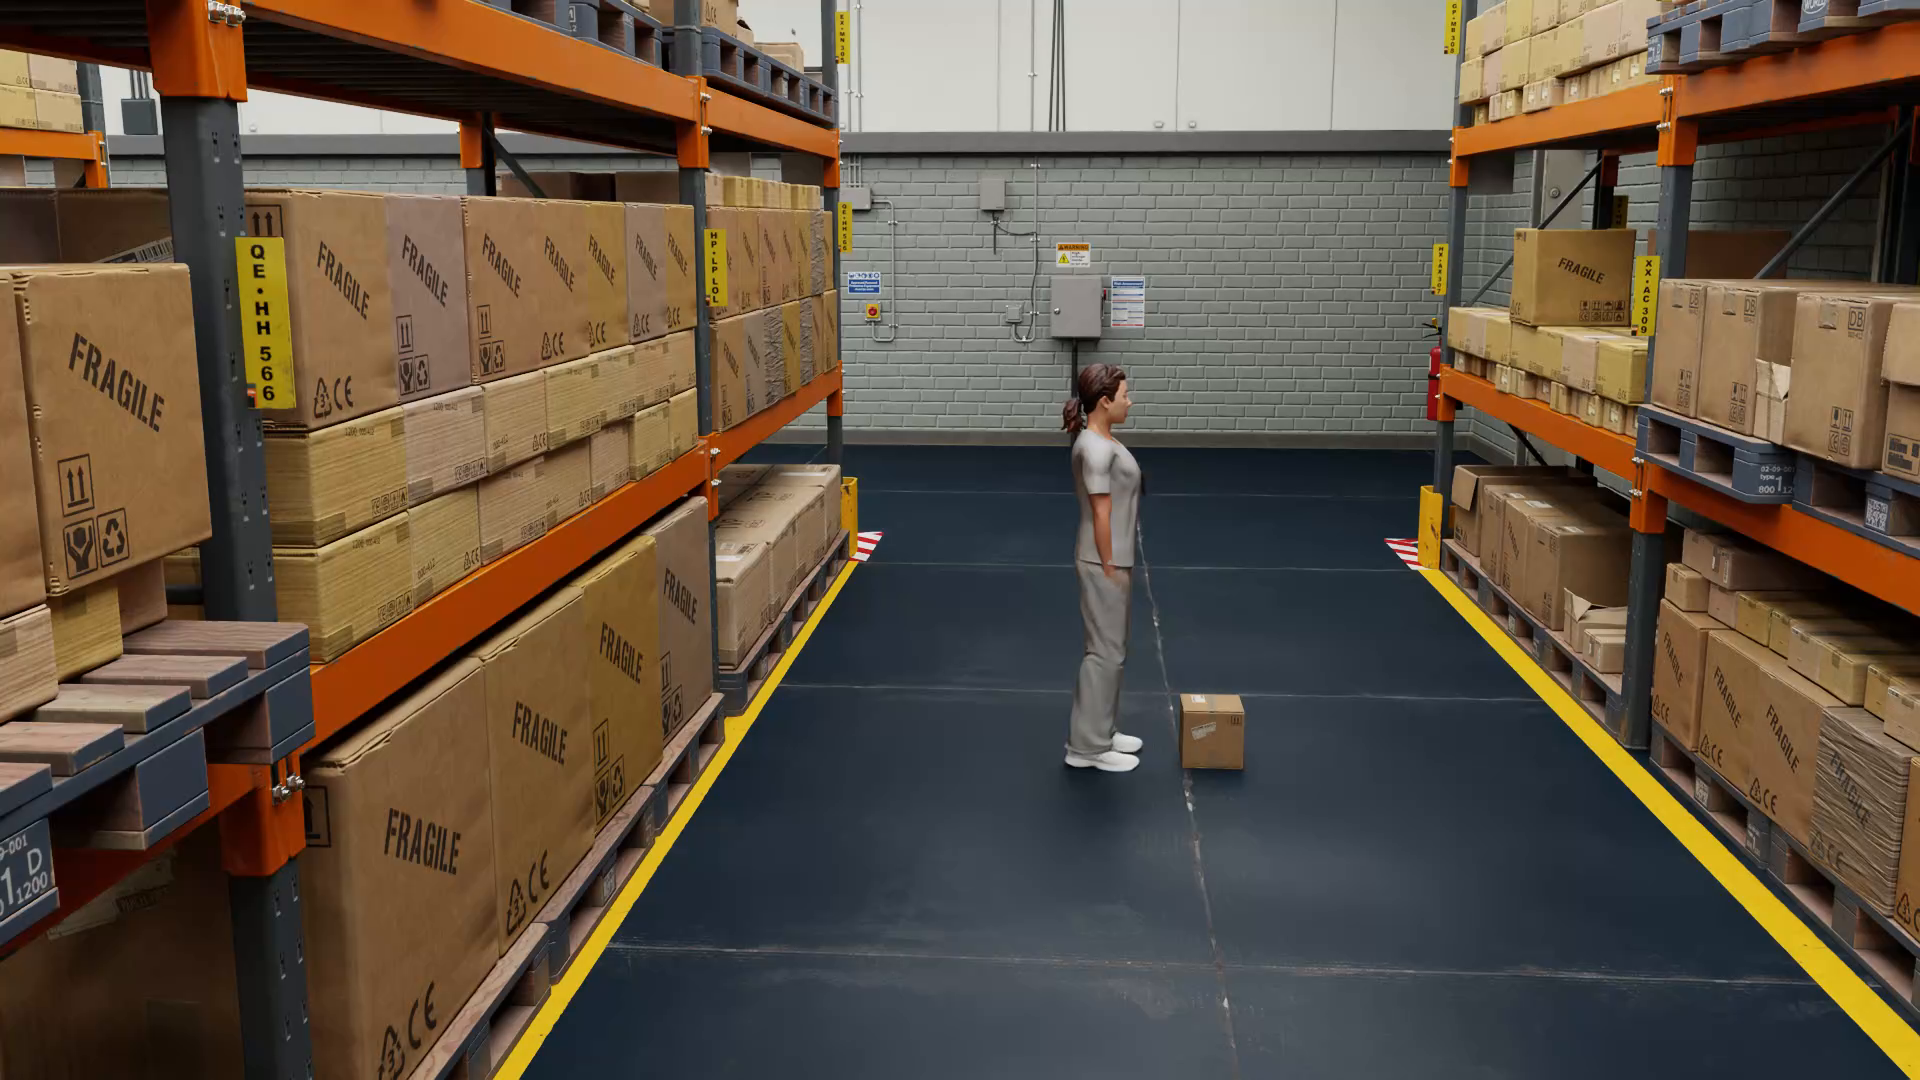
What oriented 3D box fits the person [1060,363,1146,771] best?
[{"bbox_3d":[0.599,0.105,6.918,0.356,1.674,0.439,1,11,5],"label":"person"}]
